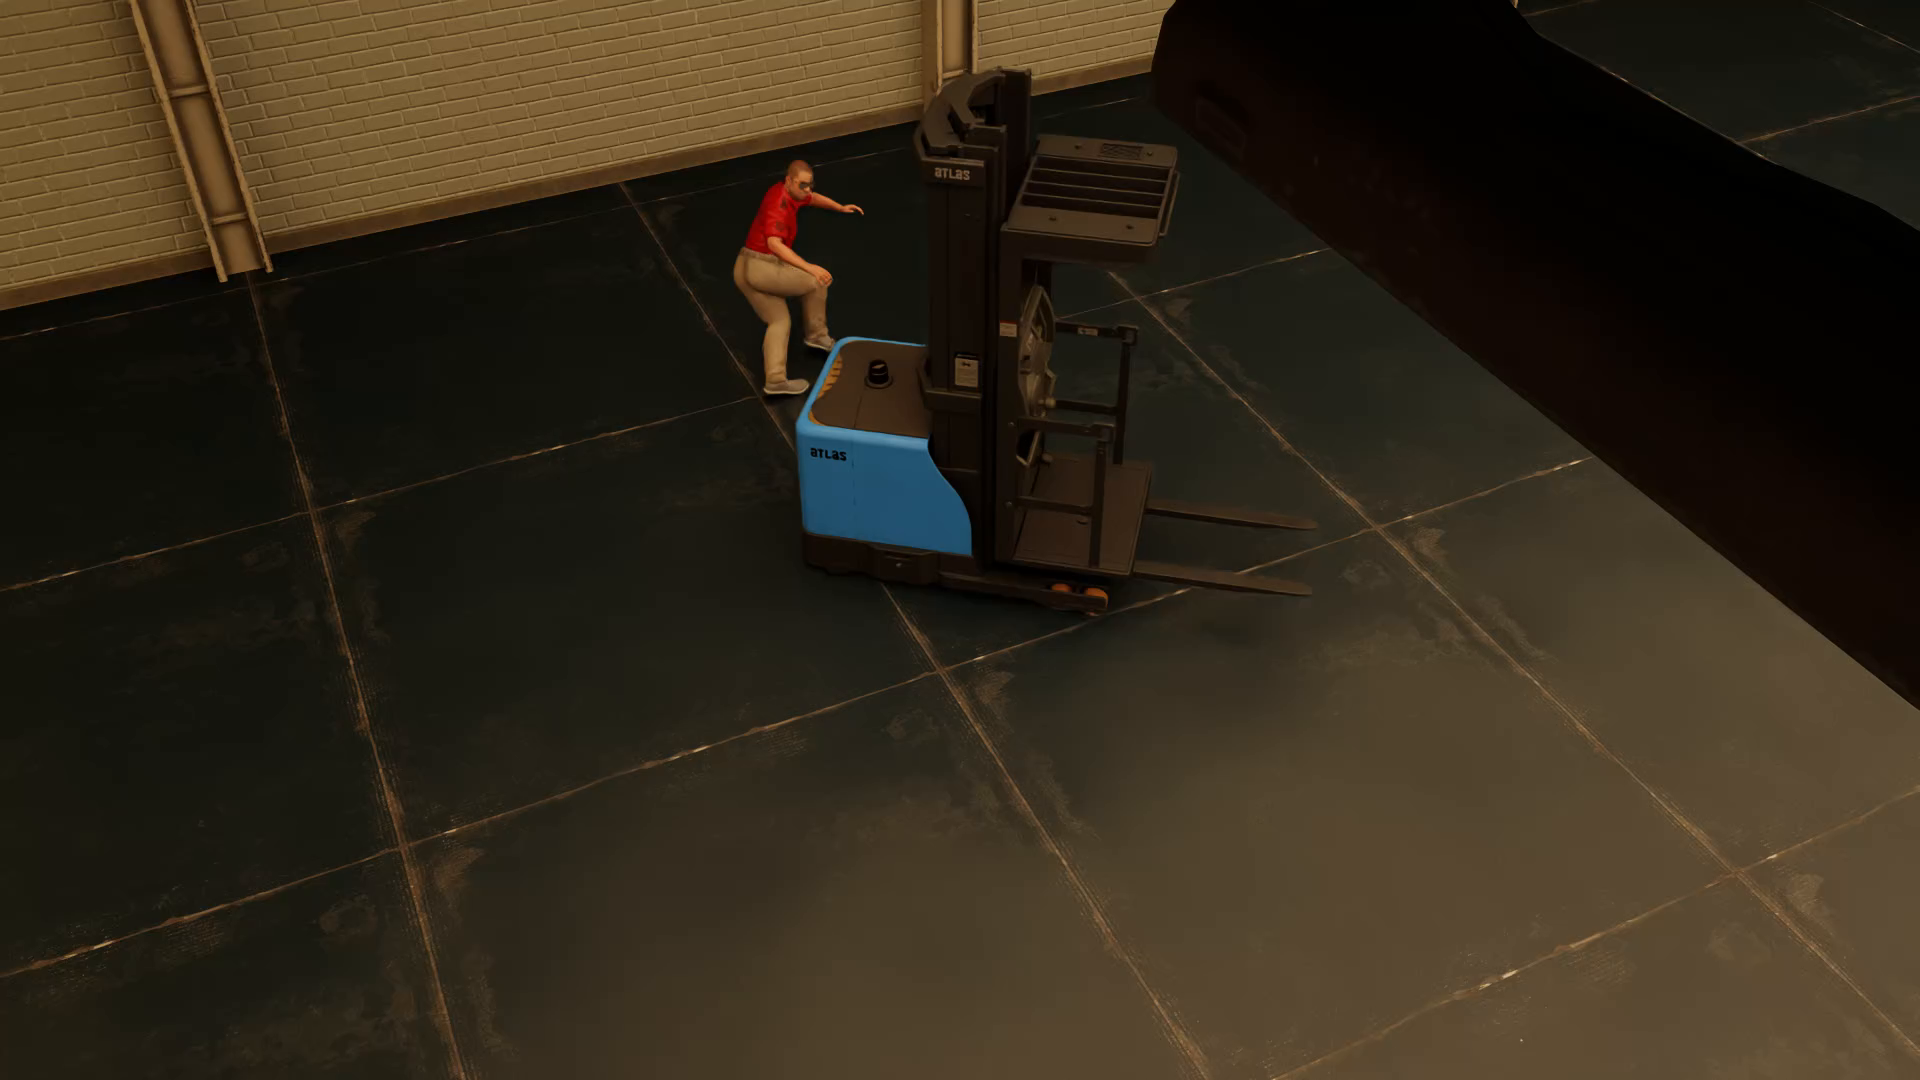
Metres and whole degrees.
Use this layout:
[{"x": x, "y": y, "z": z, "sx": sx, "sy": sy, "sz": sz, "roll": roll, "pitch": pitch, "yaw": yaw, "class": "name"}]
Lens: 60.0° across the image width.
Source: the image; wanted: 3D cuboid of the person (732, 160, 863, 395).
[{"x": -1.035, "y": -1.836, "z": 11.339, "sx": 0.962, "sy": 1.486, "sz": 0.997, "roll": -18, "pitch": 43, "yaw": -20, "class": "person"}]

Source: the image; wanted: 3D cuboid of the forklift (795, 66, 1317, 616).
[{"x": 0.615, "y": -1.053, "z": 9.278, "sx": 3.031, "sy": 2.935, "sz": 1.130, "roll": 8, "pitch": 40, "yaw": 9, "class": "forklift"}]
